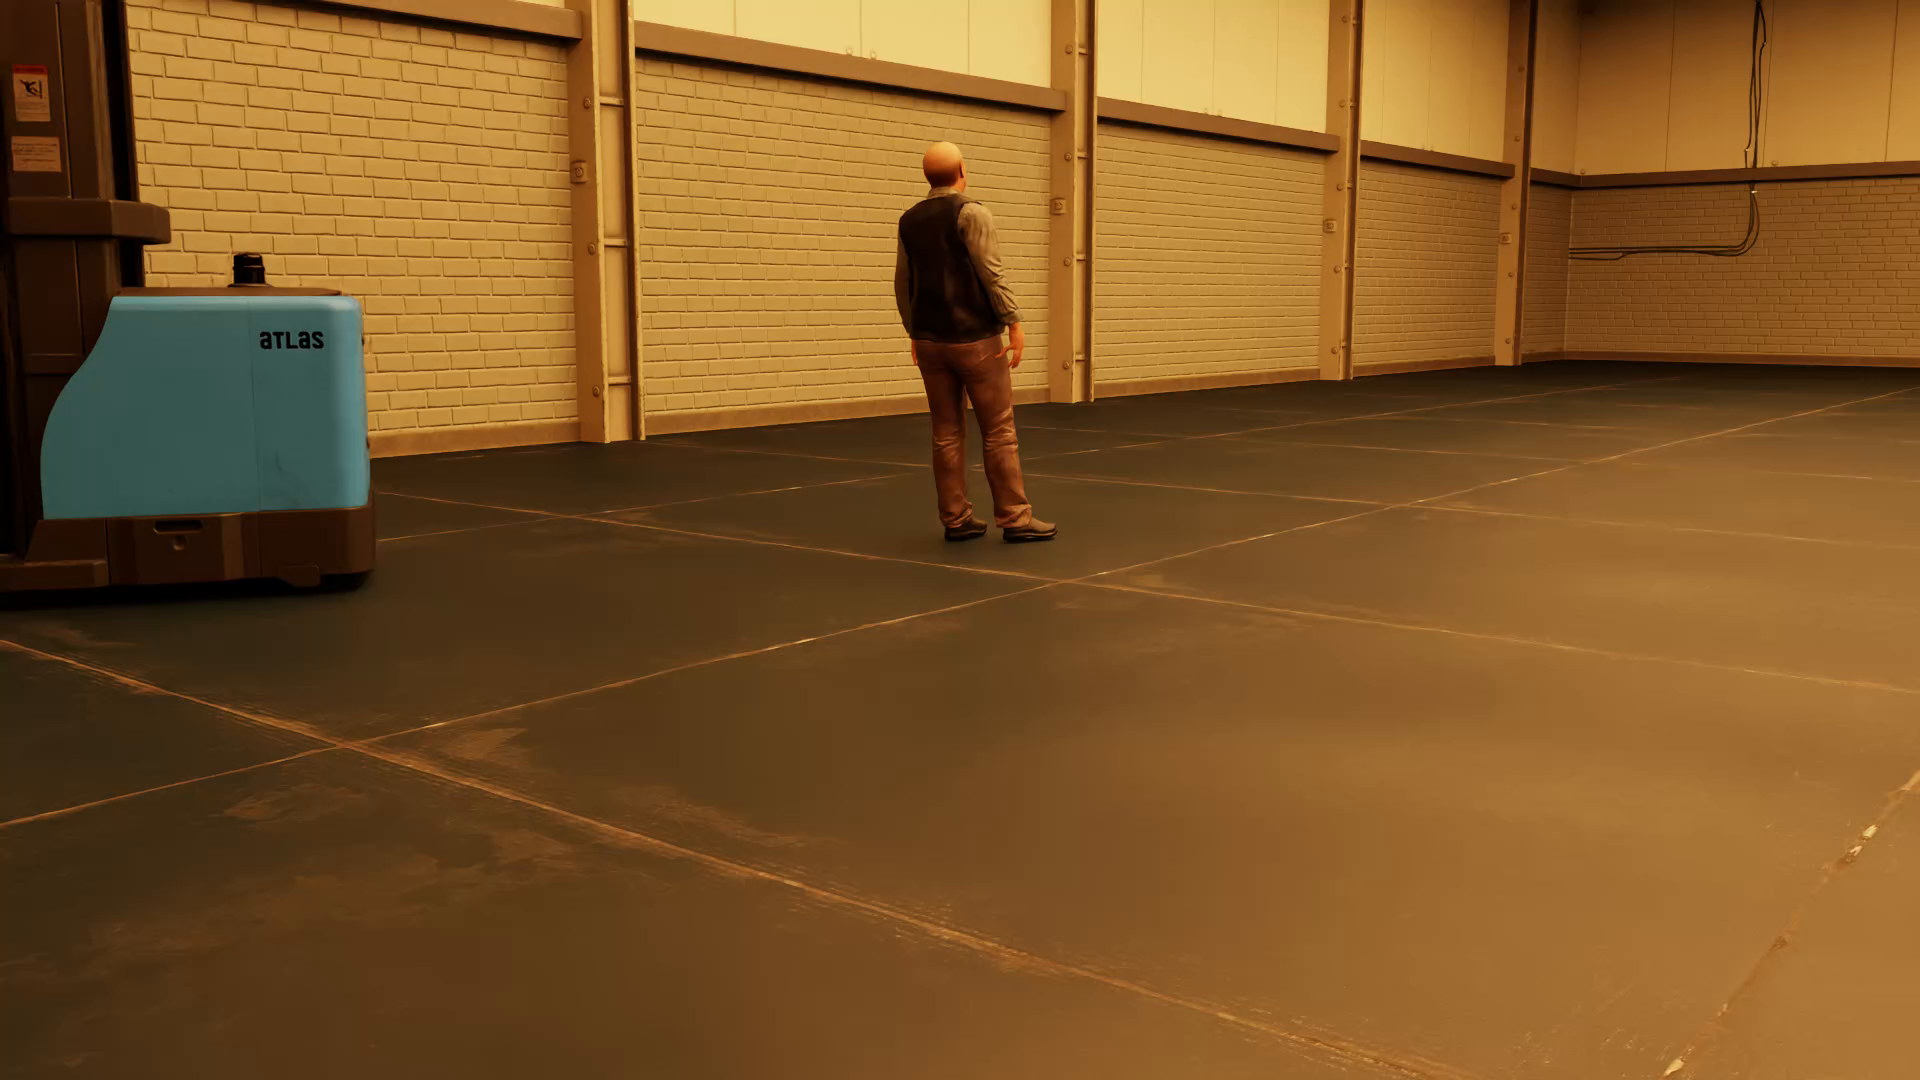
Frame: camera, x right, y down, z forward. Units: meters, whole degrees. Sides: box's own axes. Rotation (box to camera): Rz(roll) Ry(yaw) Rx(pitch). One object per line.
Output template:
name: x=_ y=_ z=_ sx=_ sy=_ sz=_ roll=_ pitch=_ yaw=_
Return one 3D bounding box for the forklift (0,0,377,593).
forklift: x=-3.752 y=-1.262 z=5.906 sx=3.031 sy=2.935 sz=1.130 roll=-3 pitch=9 yaw=-18

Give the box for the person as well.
person: x=0.045 y=-0.865 z=7.323 sx=0.633 sy=1.722 sz=0.566 roll=7 pitch=11 yaw=38
